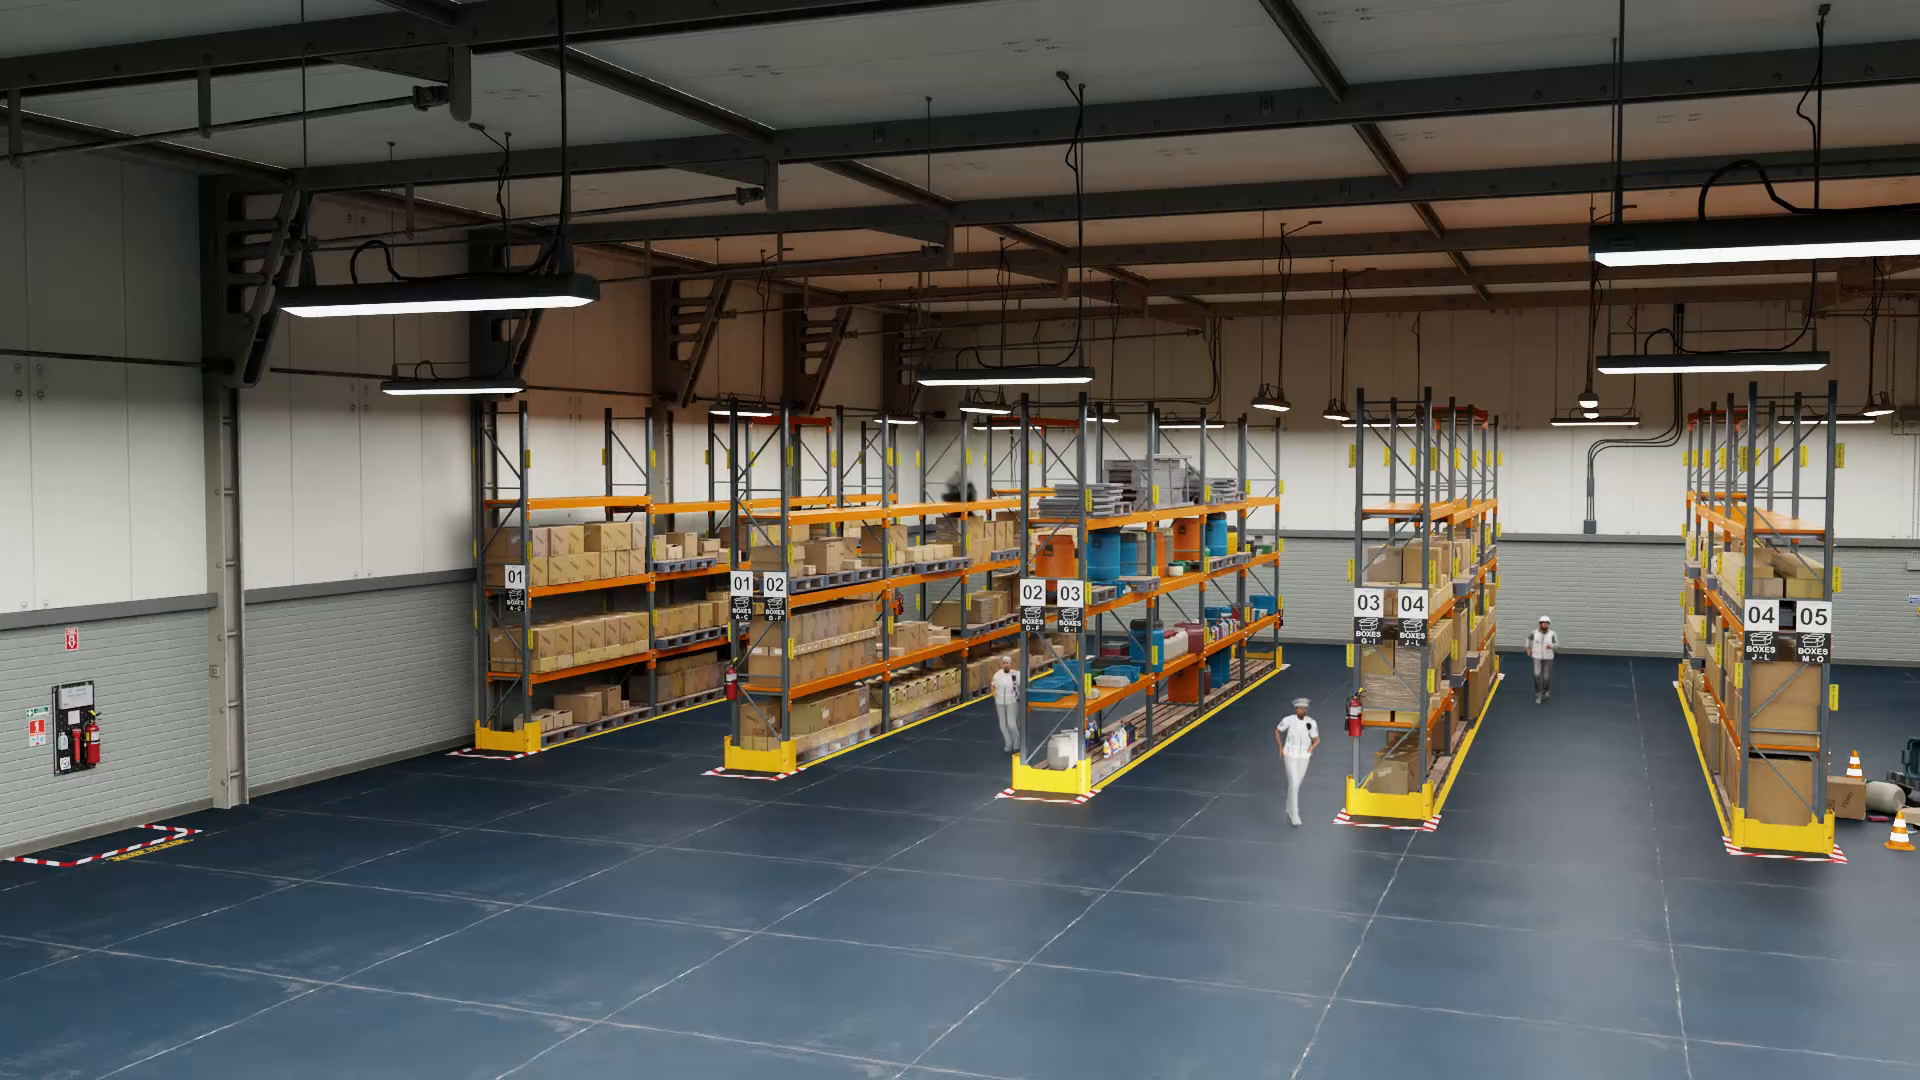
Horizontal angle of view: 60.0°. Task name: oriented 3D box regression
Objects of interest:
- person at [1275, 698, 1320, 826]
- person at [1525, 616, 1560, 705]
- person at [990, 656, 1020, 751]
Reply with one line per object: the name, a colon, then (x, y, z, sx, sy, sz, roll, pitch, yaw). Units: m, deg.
person: (4.696, 3.032, 23.054, 0.564, 1.722, 0.804, 0, 3, -6)
person: (12.007, 2.466, 34.284, 0.662, 1.808, 0.837, 1, 3, 17)
person: (0.798, 2.799, 28.415, 0.603, 1.628, 0.573, 1, 3, 18)
